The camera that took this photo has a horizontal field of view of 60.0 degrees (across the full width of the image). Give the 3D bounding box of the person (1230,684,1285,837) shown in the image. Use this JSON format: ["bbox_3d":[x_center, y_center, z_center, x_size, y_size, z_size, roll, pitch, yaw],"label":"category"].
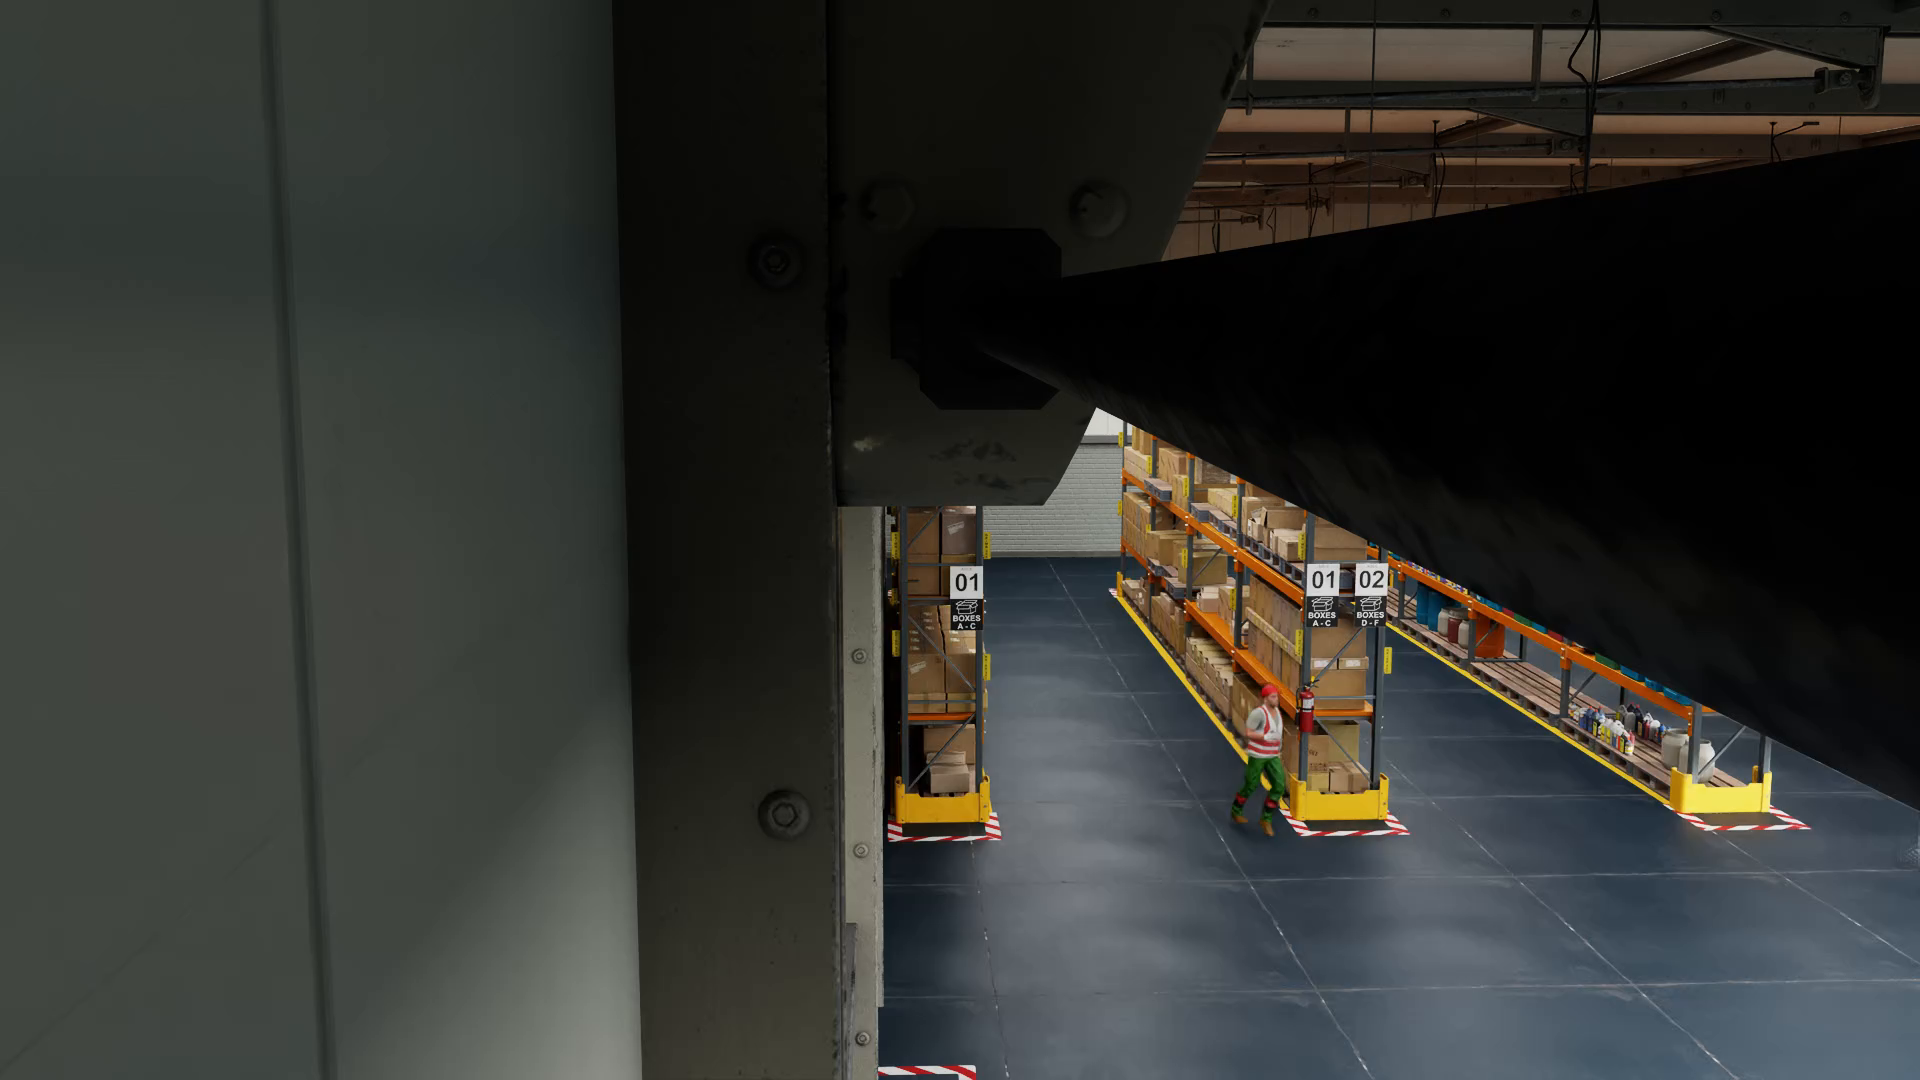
[{"bbox_3d":[3.683,2.647,20.115,0.651,1.841,0.751,-5,9,-32],"label":"person"}]
